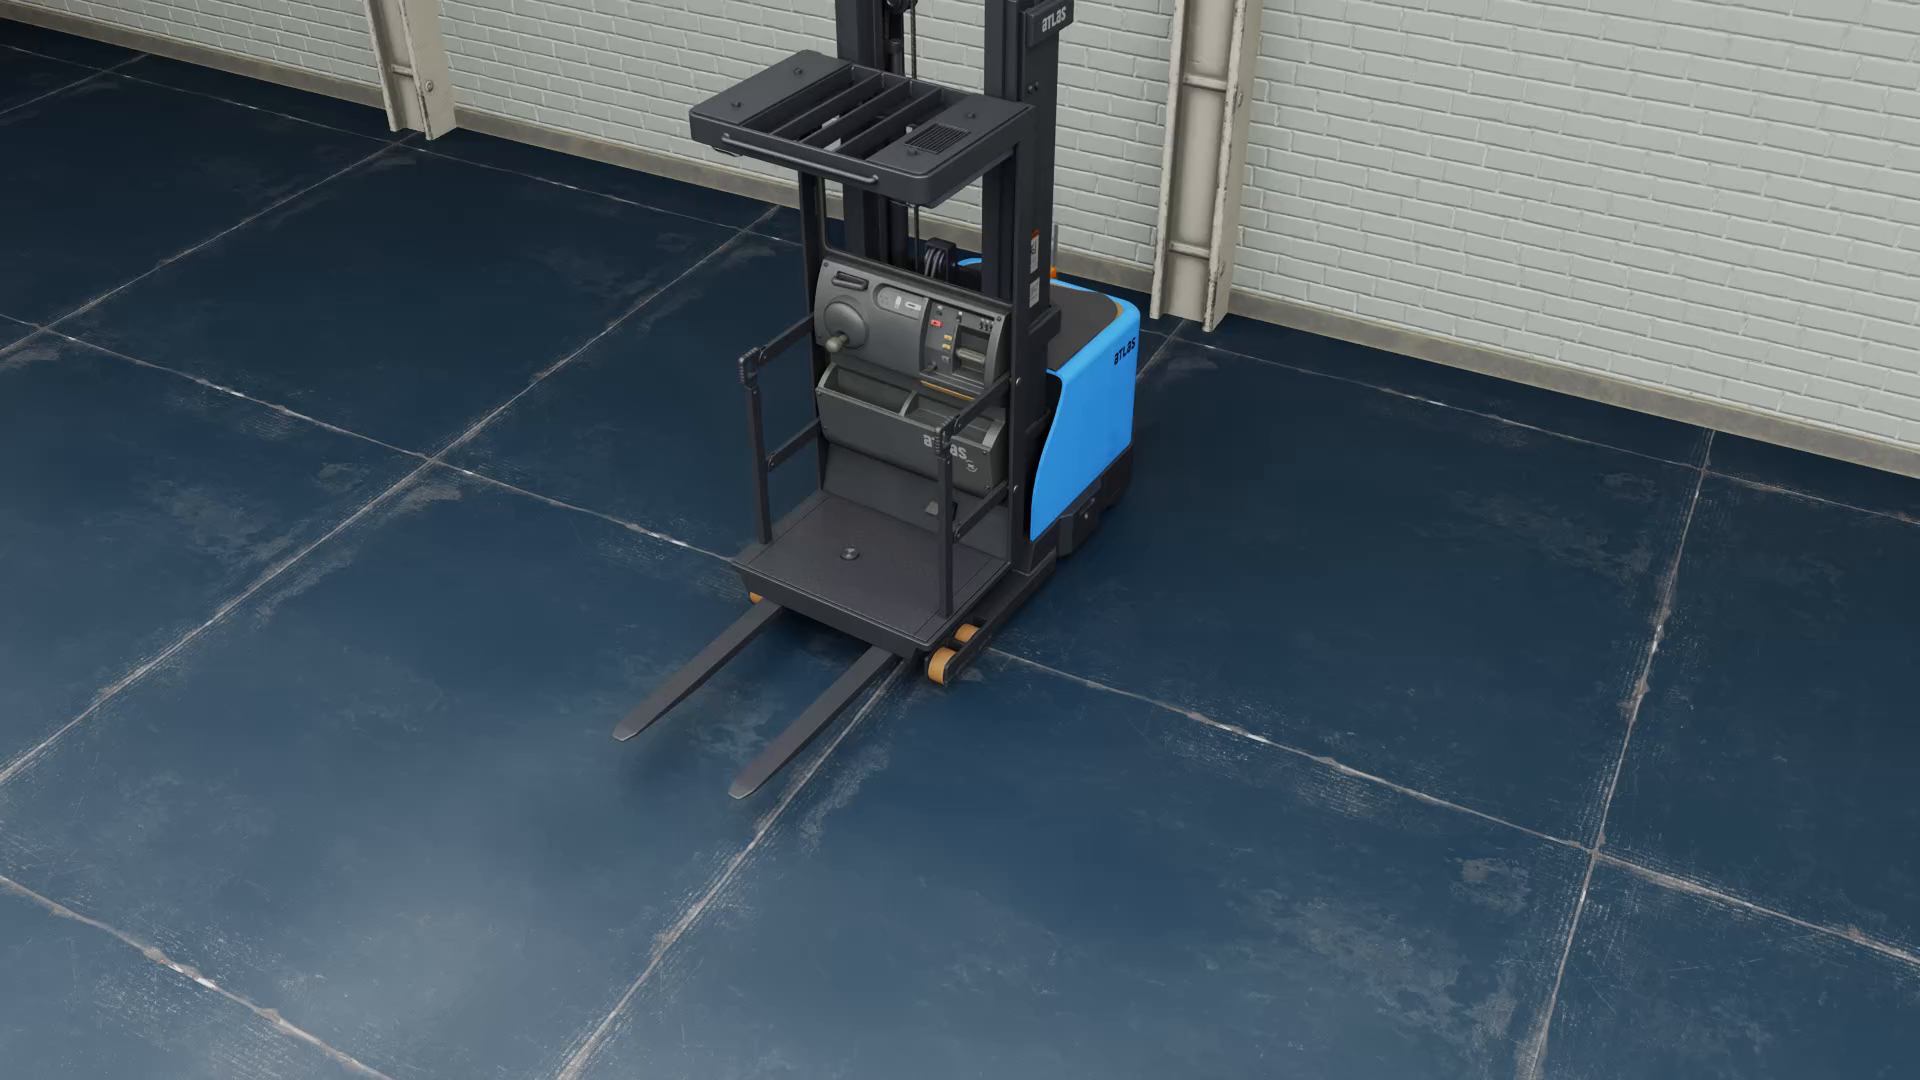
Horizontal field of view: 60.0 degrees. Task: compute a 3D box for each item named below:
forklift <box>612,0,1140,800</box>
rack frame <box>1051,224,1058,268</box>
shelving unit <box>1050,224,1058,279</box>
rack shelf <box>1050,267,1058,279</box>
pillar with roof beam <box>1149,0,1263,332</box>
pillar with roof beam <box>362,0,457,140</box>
[{"bbox_3d":[-0.336,-0.849,6.945,1.130,2.935,3.031,21,42,25],"label":"forklift"},{"bbox_3d":[0.392,-1.141,8.760,0.240,1.200,0.006,21,42,26],"label":"rack frame"},{"bbox_3d":[0.342,-1.094,8.699,0.258,1.200,0.189,21,42,26],"label":"shelving unit"},{"bbox_3d":[0.342,-1.346,8.509,0.258,0.103,0.180,21,42,26],"label":"rack shelf"},{"bbox_3d":[-0.594,-2.643,4.290,0.400,9.000,9.100,17,41,21],"label":"pillar with roof beam"},{"bbox_3d":[-5.922,-4.312,6.487,0.400,9.000,9.100,17,41,21],"label":"pillar with roof beam"}]
